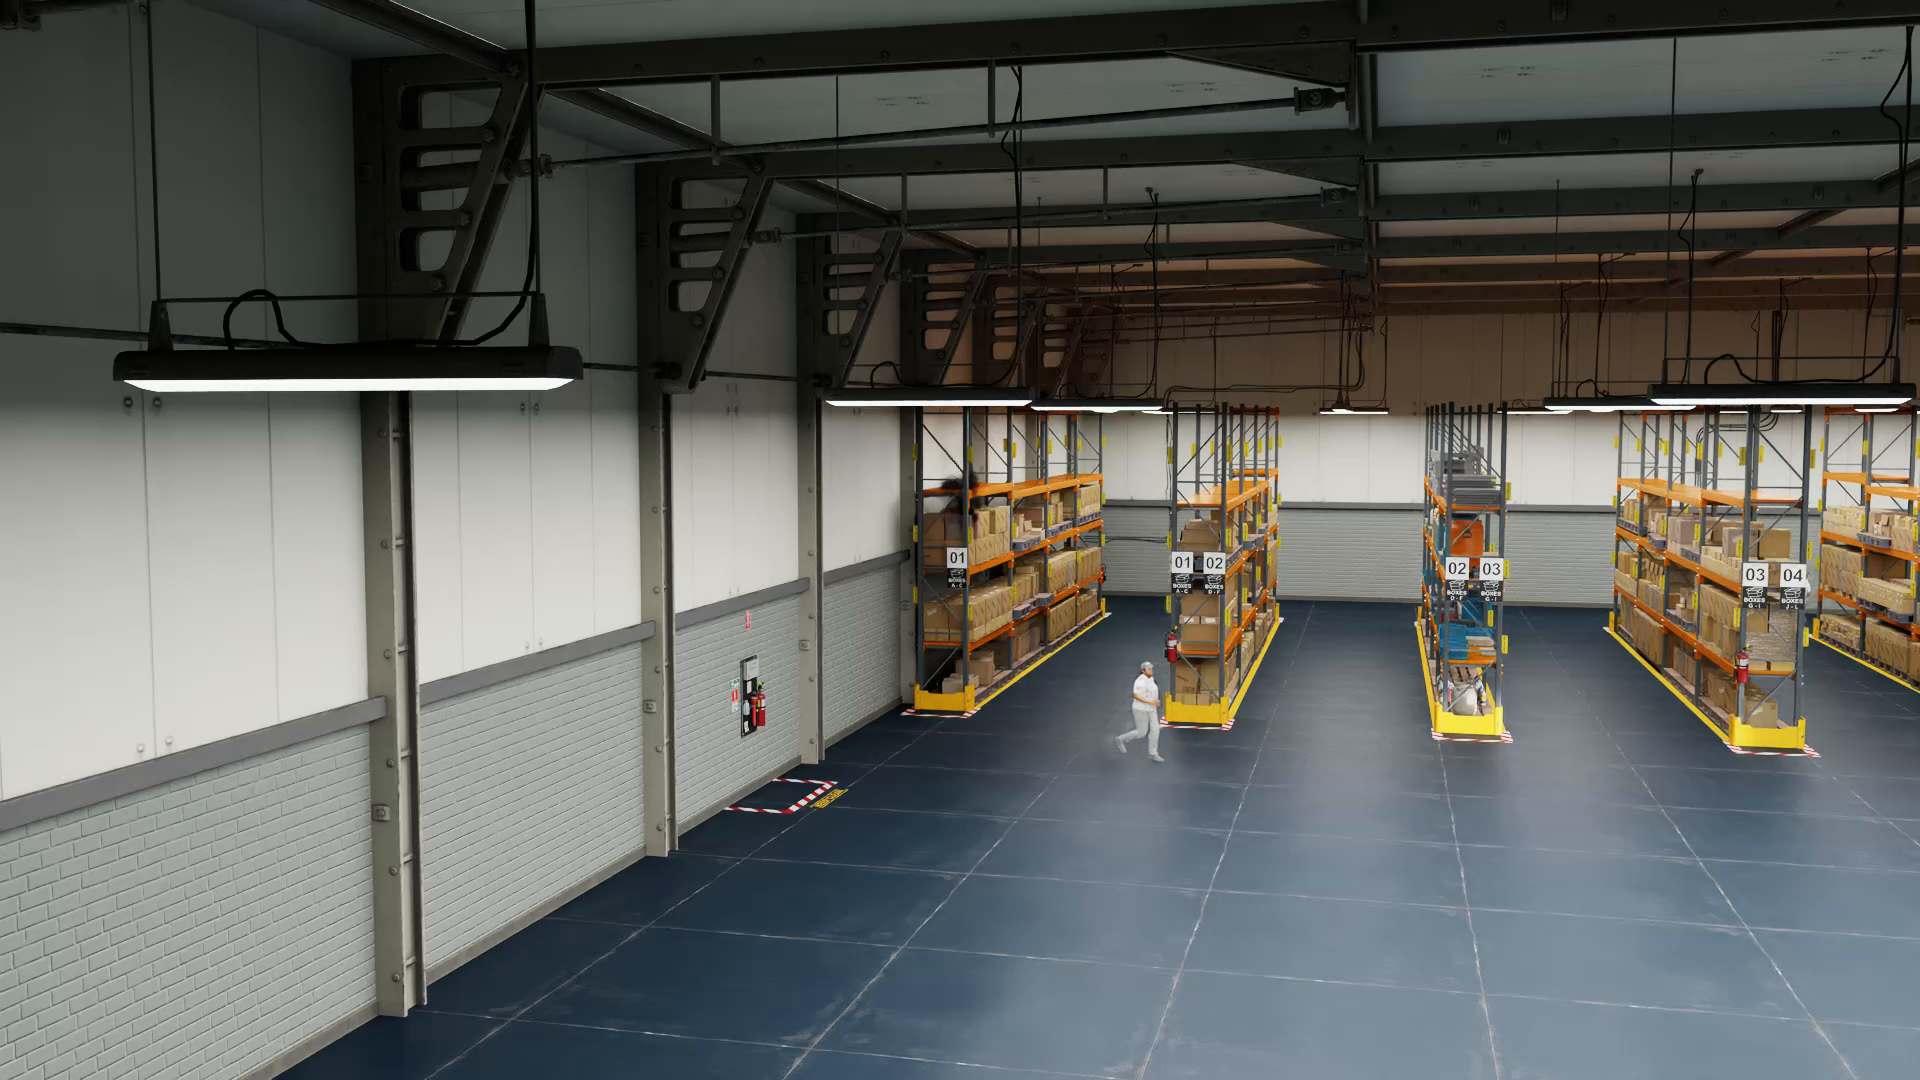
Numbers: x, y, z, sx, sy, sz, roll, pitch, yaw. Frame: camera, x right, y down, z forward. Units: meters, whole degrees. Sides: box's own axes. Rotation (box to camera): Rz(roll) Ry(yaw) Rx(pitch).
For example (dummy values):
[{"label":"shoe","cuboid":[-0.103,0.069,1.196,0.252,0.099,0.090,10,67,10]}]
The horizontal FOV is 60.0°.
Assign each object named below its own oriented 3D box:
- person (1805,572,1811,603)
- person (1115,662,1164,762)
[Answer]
[{"label":"person","cuboid":[22.199,1.611,44.183,0.554,1.699,0.713,0,4,-1]},{"label":"person","cuboid":[3.056,2.856,27.865,0.828,1.669,0.615,3,5,34]}]
